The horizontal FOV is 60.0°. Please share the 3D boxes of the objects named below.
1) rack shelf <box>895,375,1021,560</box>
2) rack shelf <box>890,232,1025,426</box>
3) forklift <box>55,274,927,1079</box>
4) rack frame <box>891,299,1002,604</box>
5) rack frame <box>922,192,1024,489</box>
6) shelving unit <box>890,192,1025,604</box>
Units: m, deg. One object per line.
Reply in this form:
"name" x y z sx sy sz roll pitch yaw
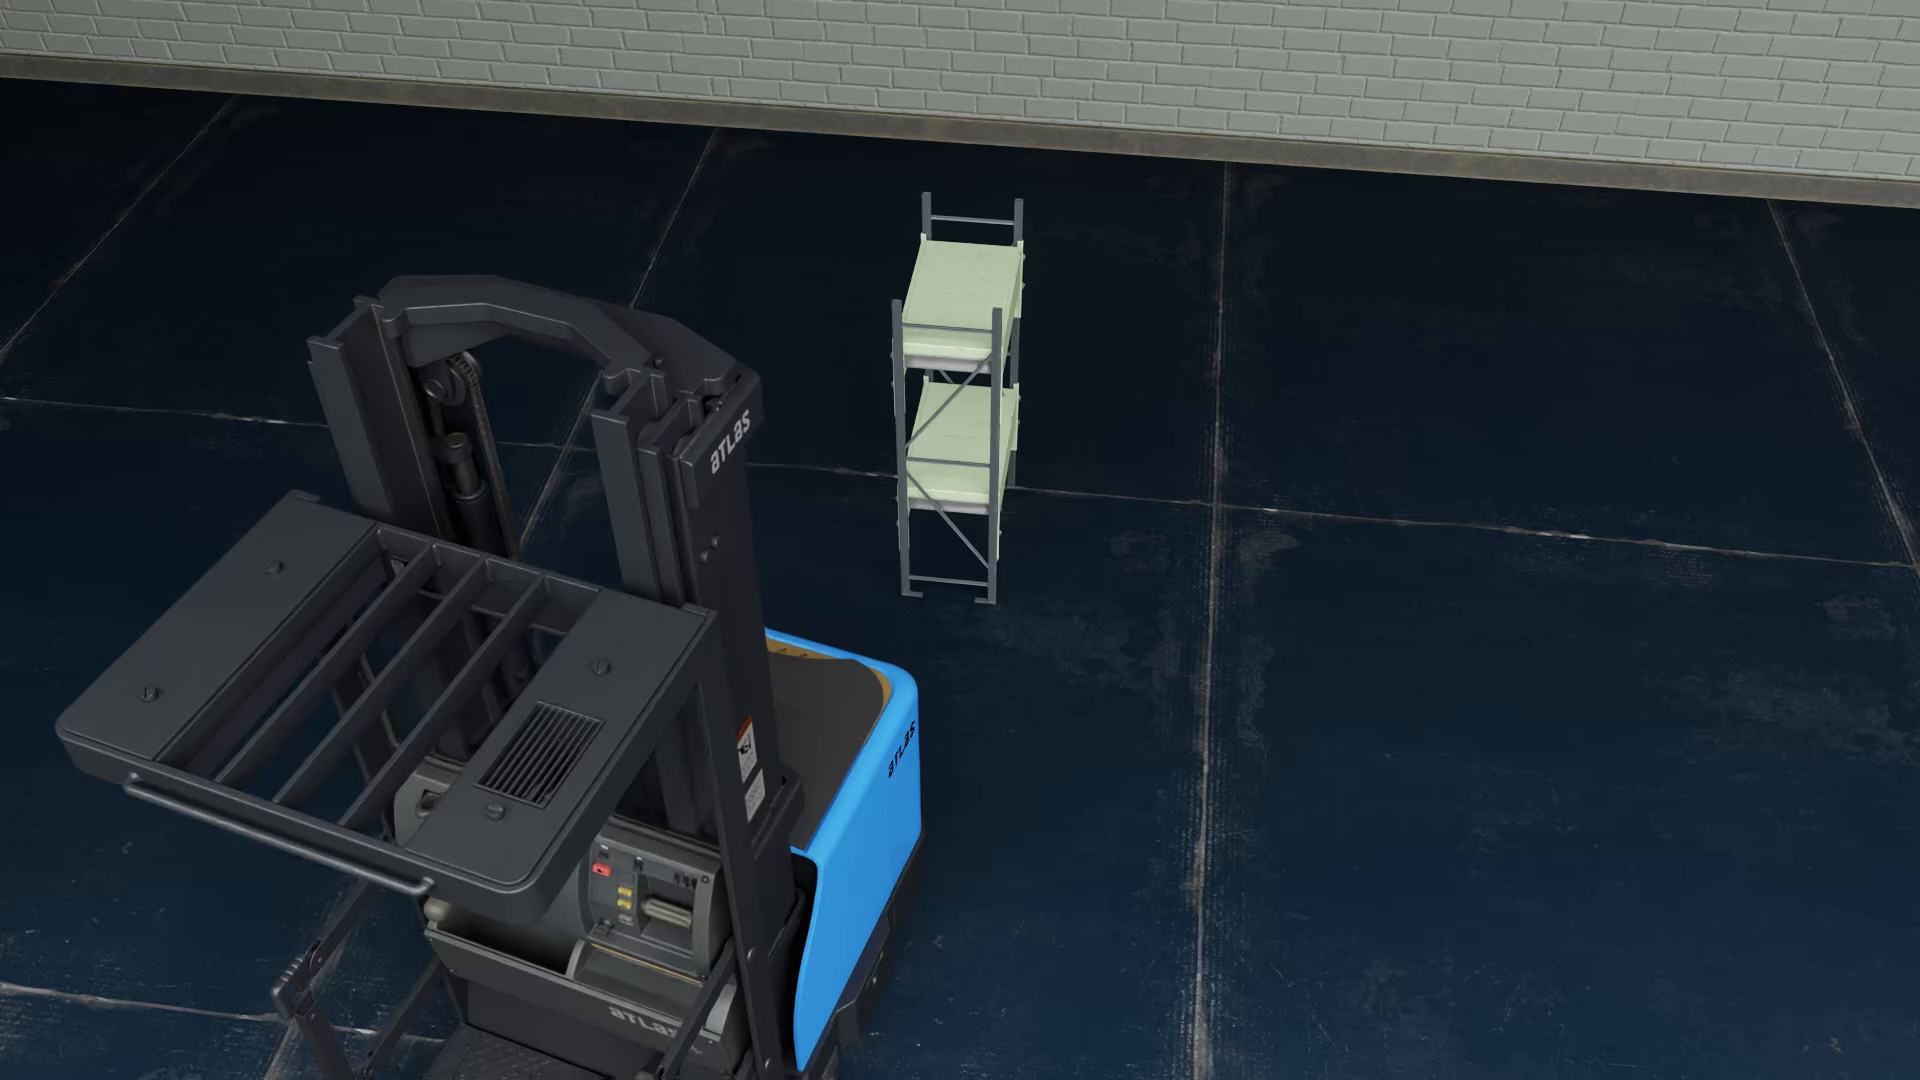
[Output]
"rack shelf" 0.001 -0.312 6.985 0.431 0.370 0.720 5 44 6
"rack shelf" 0.001 -0.833 6.493 0.431 0.370 0.720 5 44 6
"forklift" -1.123 0.957 4.130 1.130 2.935 3.031 15 45 15
"rack frame" -0.048 -0.300 6.498 0.400 1.500 0.023 5 44 6
"rack frame" 0.049 -0.799 7.025 0.400 1.500 0.023 5 44 6
"shelving unit" 0.001 -0.549 6.761 0.431 1.500 0.755 5 44 6
